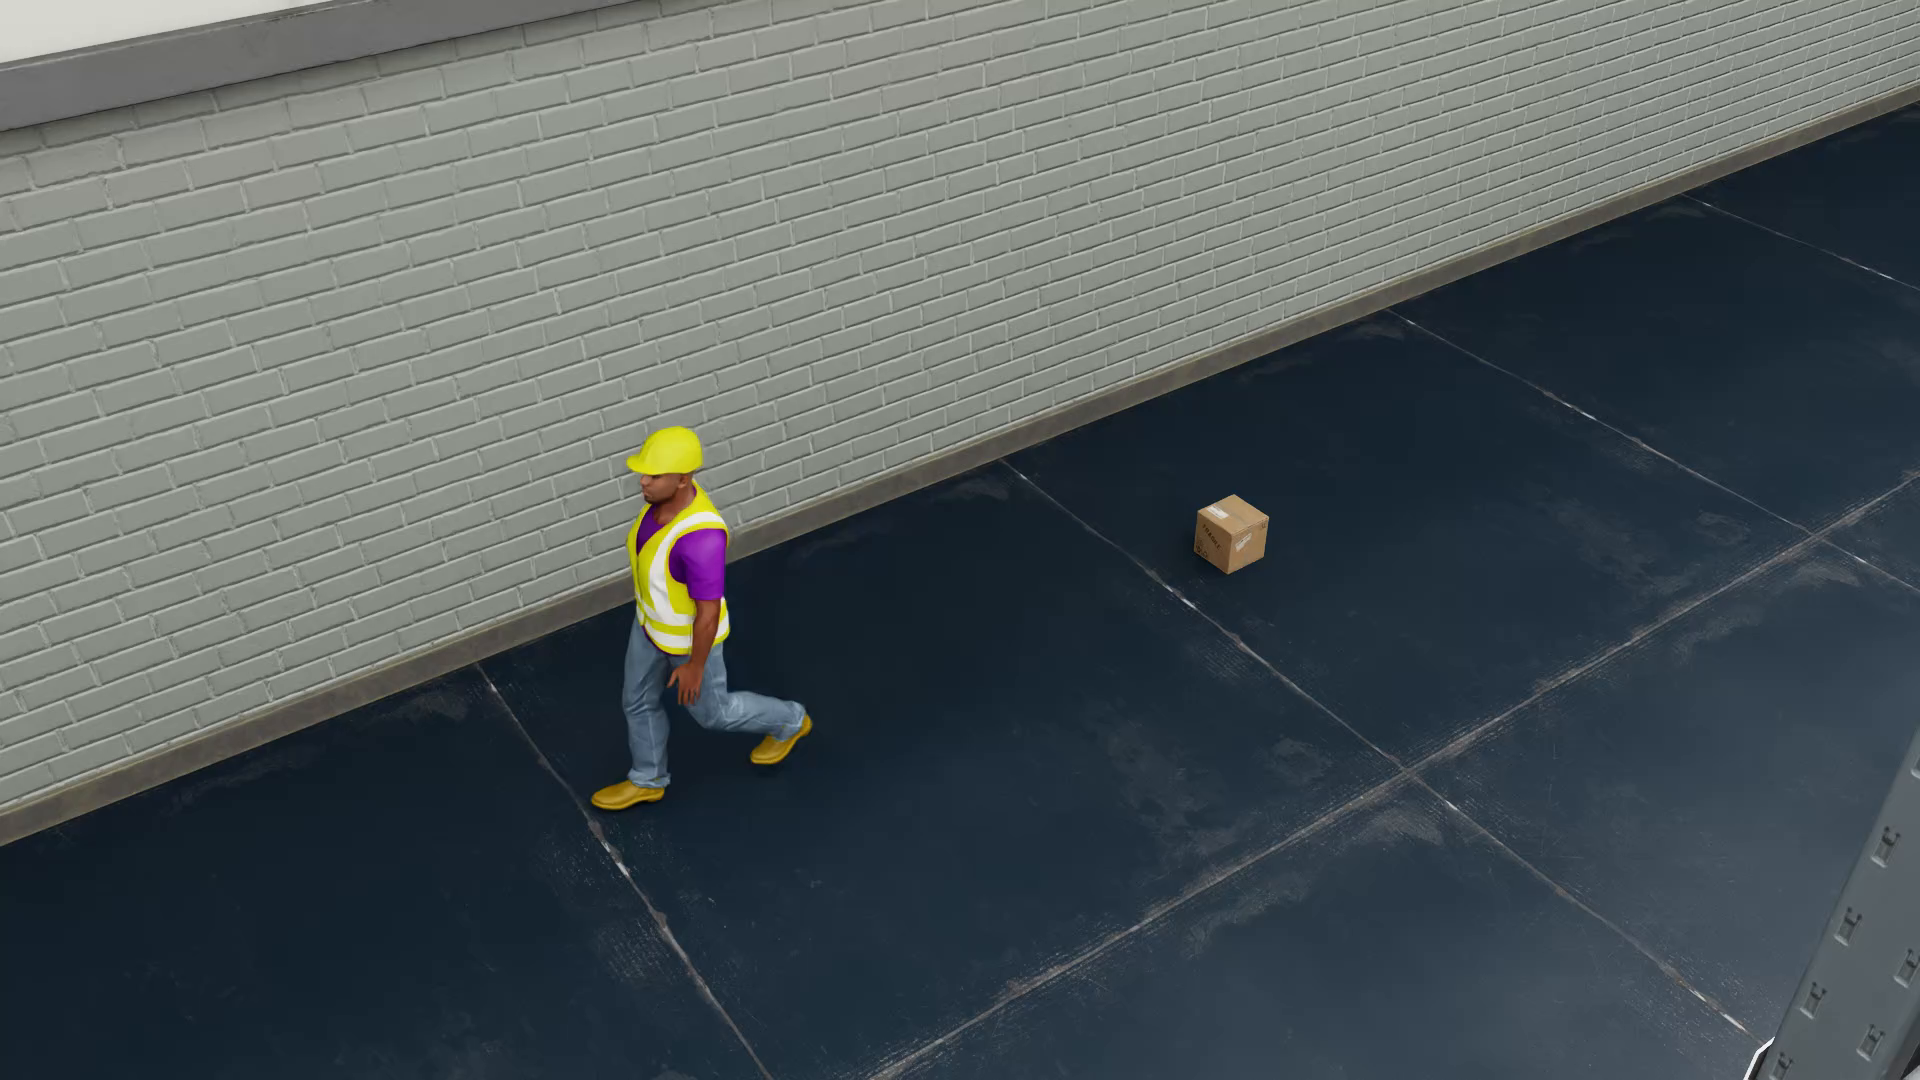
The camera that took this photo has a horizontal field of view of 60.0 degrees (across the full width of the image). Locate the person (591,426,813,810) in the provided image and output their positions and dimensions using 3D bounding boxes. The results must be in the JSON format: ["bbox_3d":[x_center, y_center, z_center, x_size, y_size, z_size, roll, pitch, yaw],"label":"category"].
[{"bbox_3d":[-1.069,0.331,6.526,0.945,1.734,0.583,-20,41,-25],"label":"person"}]
